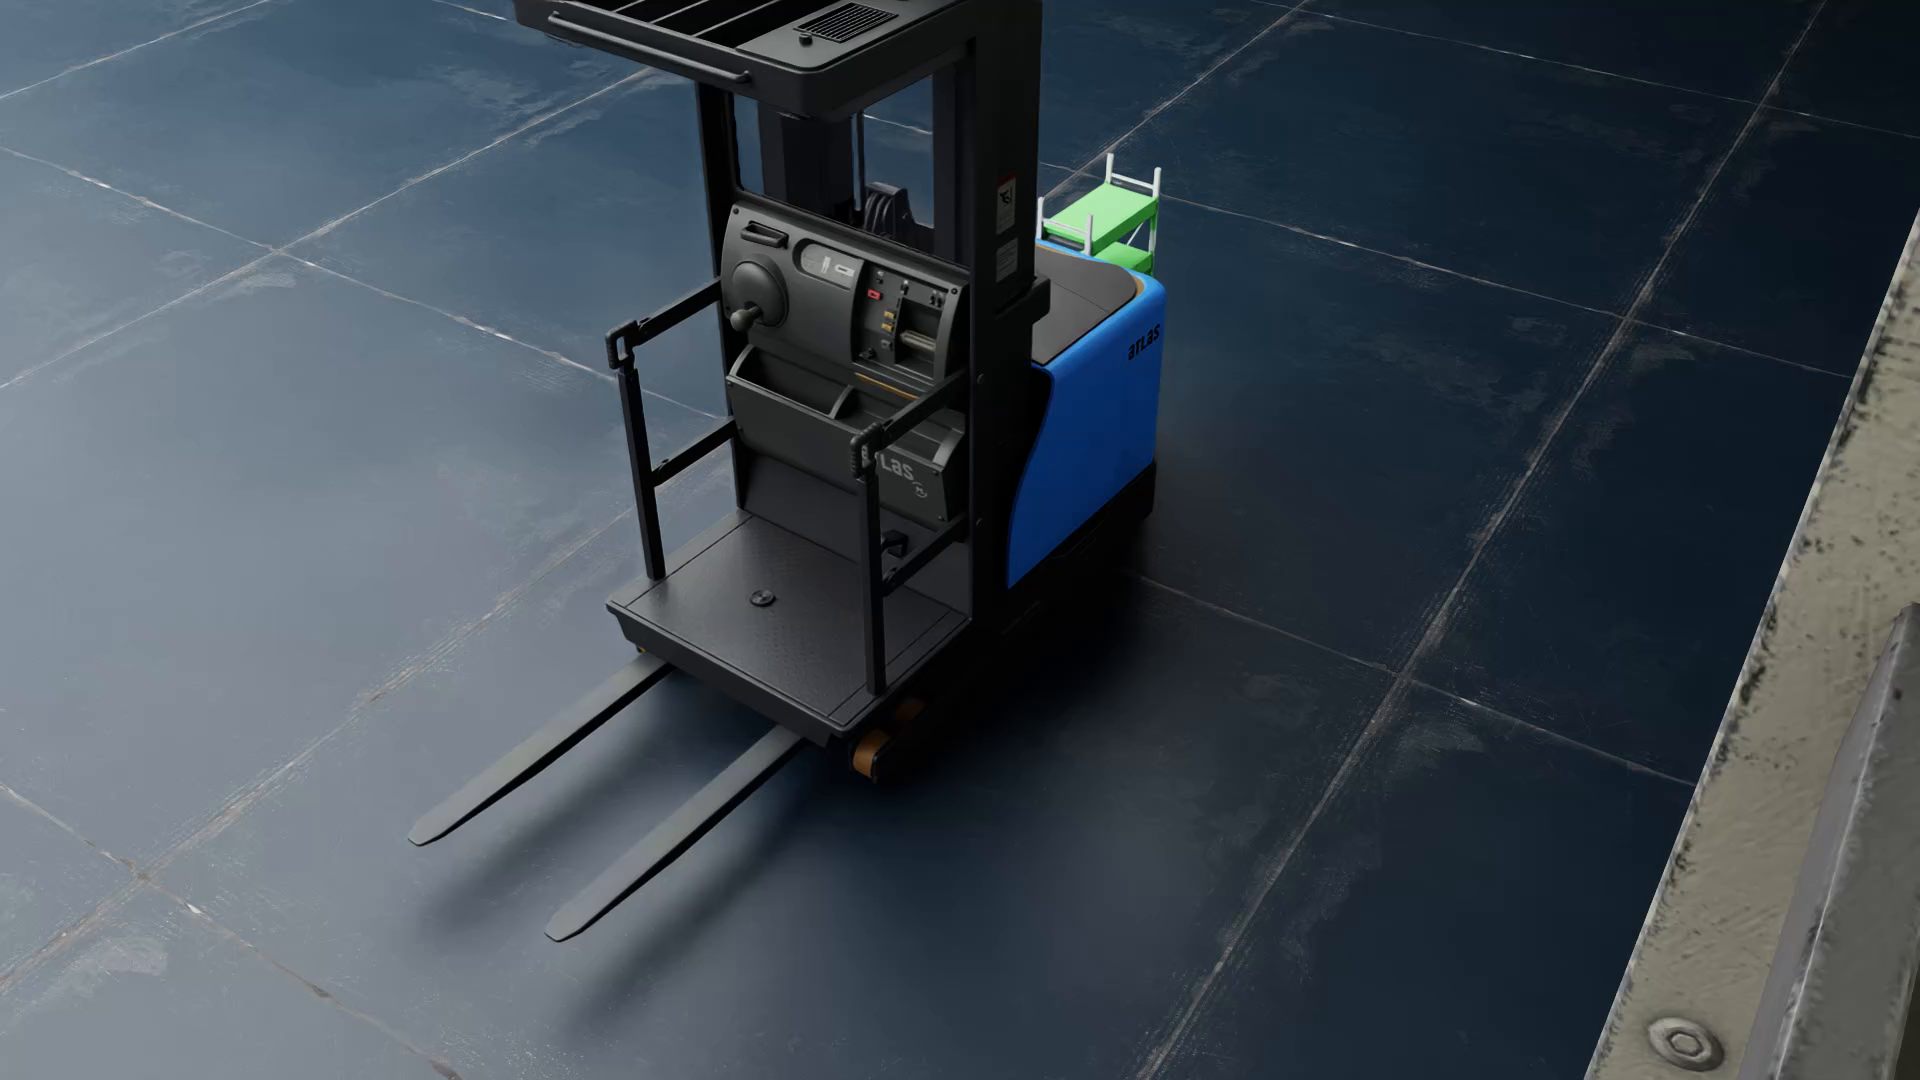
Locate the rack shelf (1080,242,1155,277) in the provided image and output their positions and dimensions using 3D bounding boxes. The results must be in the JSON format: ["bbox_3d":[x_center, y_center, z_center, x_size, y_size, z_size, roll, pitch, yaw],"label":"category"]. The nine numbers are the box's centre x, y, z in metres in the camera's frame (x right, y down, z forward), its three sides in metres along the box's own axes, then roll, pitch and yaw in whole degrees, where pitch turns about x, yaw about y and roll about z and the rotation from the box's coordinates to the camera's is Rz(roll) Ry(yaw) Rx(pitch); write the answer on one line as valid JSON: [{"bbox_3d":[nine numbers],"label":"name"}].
[{"bbox_3d":[0.541,-1.035,6.648,0.258,0.148,0.480,24,44,28],"label":"rack shelf"}]

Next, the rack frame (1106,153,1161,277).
[{"bbox_3d":[0.686,-1.015,6.911,0.240,1.200,0.015,24,44,28],"label":"rack frame"}]

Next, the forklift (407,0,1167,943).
[{"bbox_3d":[-0.510,-0.704,5.090,1.130,2.935,3.031,24,44,28],"label":"forklift"}]

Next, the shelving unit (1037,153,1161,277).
[{"bbox_3d":[0.541,-0.895,6.756,0.258,1.200,0.503,24,44,28],"label":"shelving unit"}]

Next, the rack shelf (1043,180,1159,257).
[{"bbox_3d":[0.541,-1.225,6.502,0.258,0.148,0.480,24,44,28],"label":"rack shelf"}]

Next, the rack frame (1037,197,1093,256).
[{"bbox_3d":[0.396,-0.775,6.601,0.240,1.200,0.015,24,44,28],"label":"rack frame"}]
